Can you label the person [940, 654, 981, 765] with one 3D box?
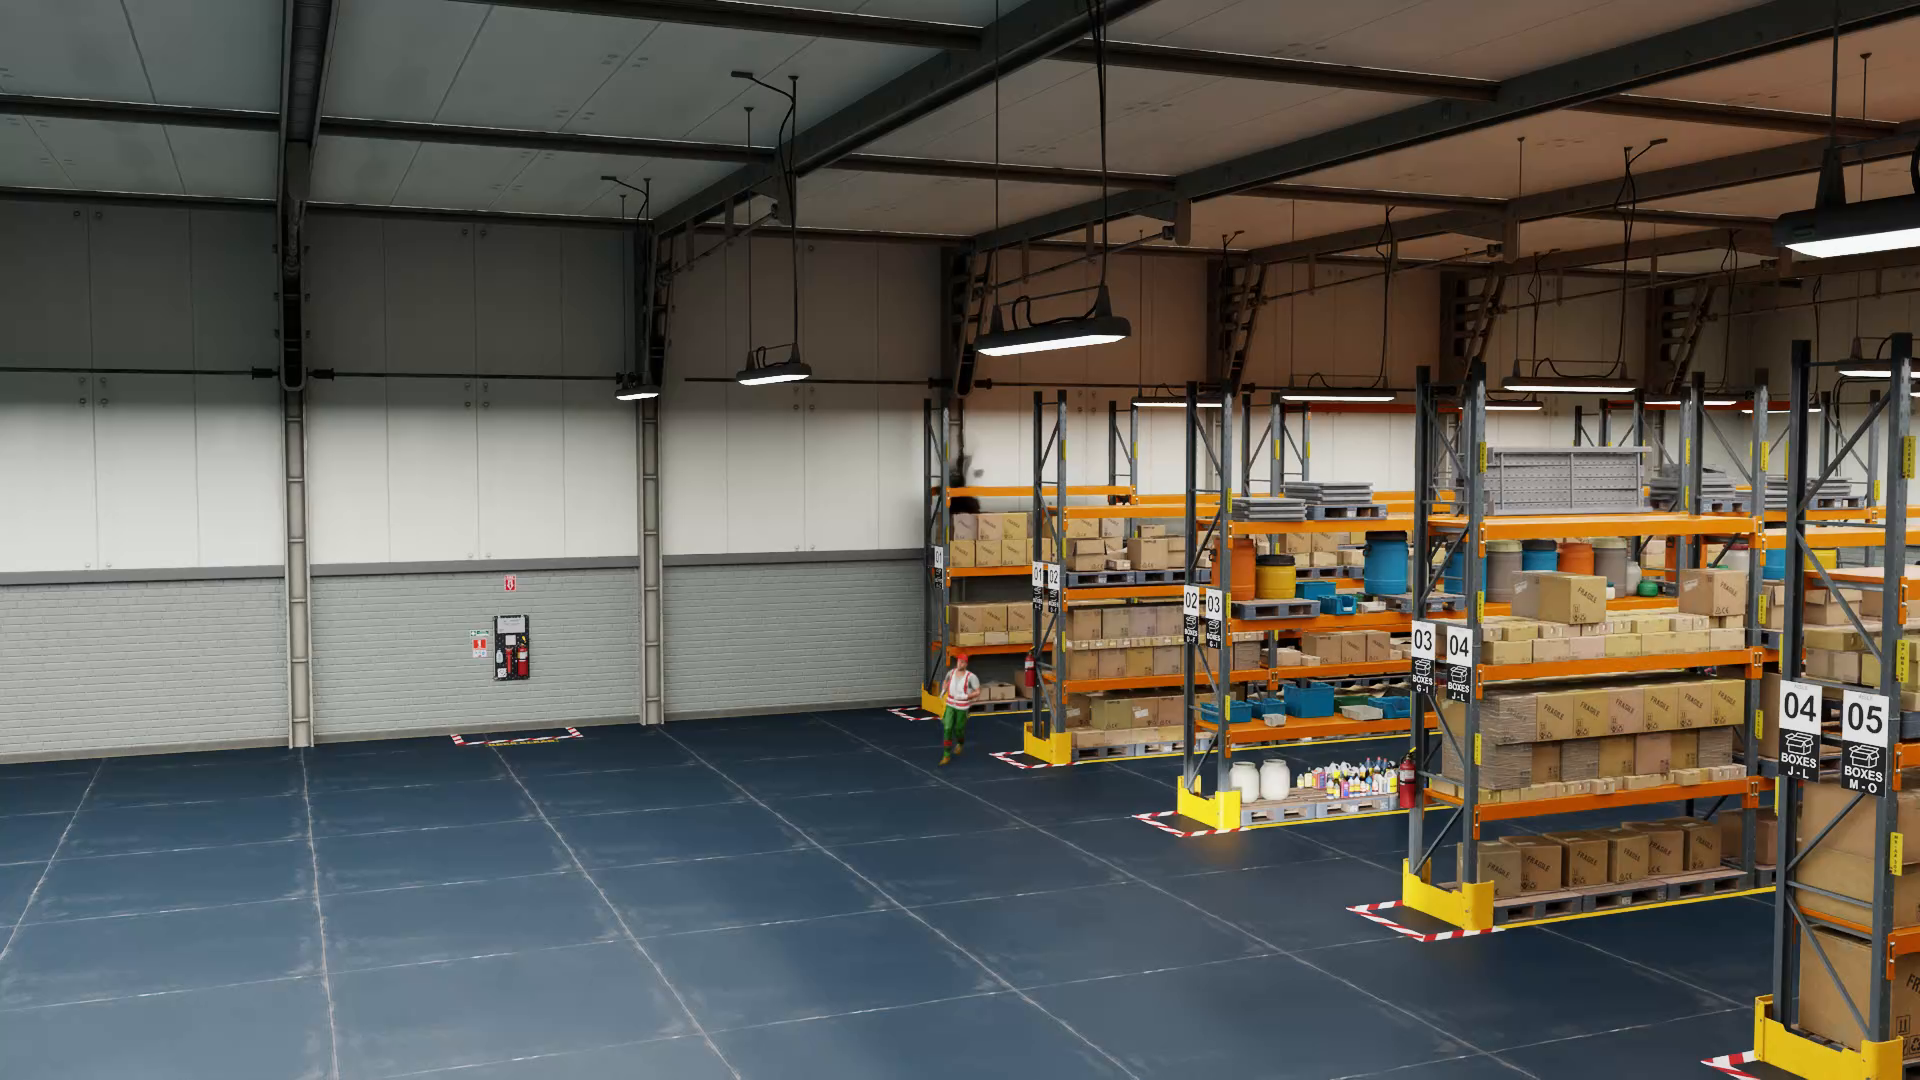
[{"bbox_3d":[0.024,2.716,26.912,0.658,1.773,0.894,1,4,21],"label":"person"}]
